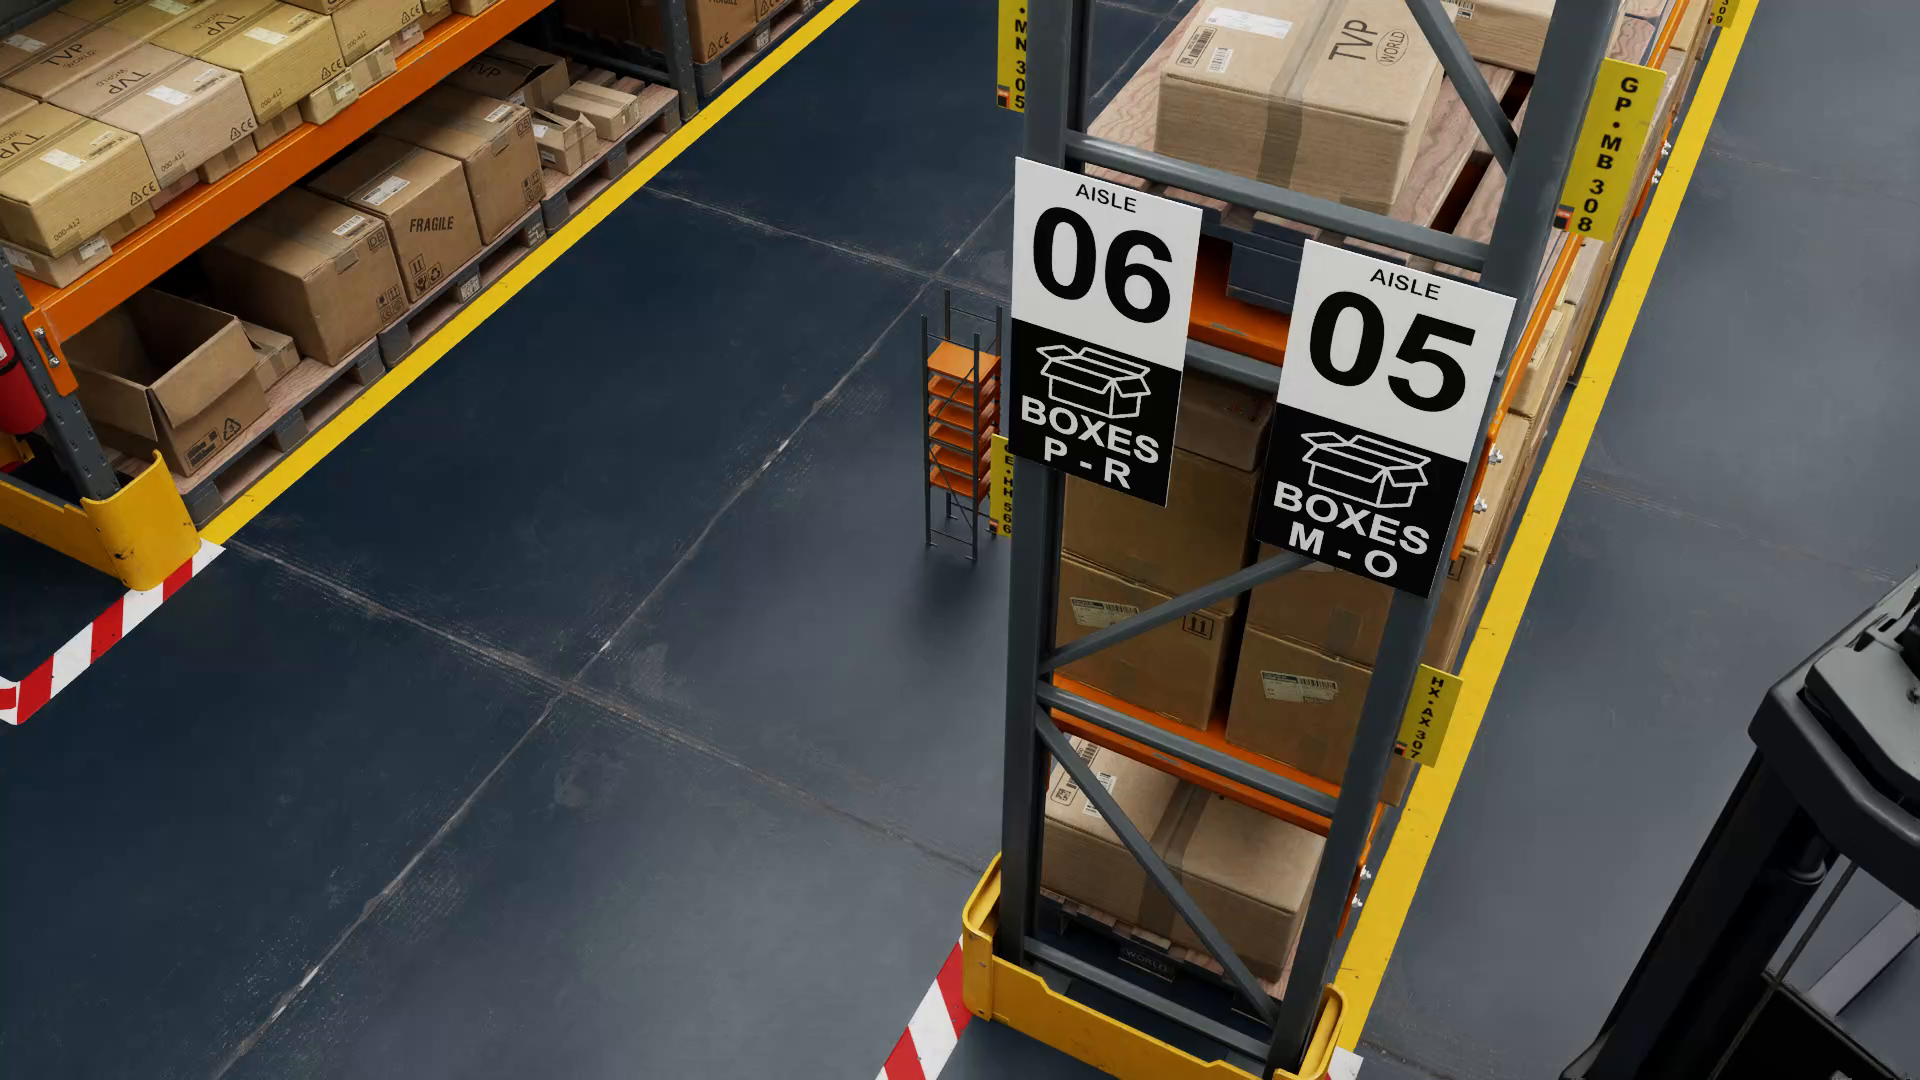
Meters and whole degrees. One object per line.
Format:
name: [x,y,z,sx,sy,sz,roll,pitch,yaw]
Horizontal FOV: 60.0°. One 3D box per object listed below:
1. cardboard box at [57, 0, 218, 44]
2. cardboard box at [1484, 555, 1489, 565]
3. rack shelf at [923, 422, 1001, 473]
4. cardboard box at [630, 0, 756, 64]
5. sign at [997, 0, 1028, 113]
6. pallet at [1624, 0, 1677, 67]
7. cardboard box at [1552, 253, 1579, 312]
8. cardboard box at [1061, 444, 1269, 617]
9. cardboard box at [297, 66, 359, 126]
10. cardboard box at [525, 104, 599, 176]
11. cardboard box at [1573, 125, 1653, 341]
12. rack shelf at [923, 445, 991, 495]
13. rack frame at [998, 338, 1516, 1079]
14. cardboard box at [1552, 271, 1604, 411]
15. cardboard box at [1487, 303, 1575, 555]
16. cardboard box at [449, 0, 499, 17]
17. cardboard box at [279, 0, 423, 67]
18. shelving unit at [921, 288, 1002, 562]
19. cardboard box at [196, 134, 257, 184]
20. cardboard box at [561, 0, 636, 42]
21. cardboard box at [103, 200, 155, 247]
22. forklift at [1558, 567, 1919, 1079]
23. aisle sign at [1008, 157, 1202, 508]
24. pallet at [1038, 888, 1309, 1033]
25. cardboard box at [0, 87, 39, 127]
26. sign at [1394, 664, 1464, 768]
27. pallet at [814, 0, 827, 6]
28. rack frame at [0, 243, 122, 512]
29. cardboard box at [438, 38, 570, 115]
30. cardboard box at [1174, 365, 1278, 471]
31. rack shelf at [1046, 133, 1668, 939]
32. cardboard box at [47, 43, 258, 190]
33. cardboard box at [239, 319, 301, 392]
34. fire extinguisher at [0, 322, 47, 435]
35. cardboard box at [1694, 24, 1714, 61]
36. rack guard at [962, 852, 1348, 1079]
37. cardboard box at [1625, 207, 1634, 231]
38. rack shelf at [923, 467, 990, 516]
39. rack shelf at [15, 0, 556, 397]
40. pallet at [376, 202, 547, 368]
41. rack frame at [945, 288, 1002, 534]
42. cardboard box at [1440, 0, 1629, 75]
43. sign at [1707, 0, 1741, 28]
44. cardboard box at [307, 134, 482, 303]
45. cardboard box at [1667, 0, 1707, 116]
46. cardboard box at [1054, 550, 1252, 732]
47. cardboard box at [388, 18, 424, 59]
cardboard box: [-3.352,-2.145,6.937,0.500,0.250,0.500,22,49,20]
cardboard box: [1.281,-0.015,4.865,0.500,0.500,0.500,20,49,19]
rack shelf: [0.007,-0.400,6.644,0.258,0.103,0.180,20,49,19]
cardboard box: [-1.524,-3.100,9.447,0.500,0.500,0.500,22,49,21]
sign: [0.120,-0.970,3.204,0.100,0.325,0.005,20,49,19]
pallet: [1.494,-1.710,4.564,1.003,0.211,1.213,20,49,19]
cardboard box: [1.391,-0.677,4.361,0.380,0.149,0.250,19,48,18]
cardboard box: [0.607,-0.213,4.358,0.500,0.500,0.500,22,49,20]
cardboard box: [-2.767,-1.904,6.979,0.380,0.149,0.250,19,48,18]
cardboard box: [-2.112,-2.114,8.637,0.396,0.266,0.258,22,49,20]
cardboard box: [1.765,-1.008,5.144,0.500,0.500,0.500,21,49,19]
rack shelf: [0.007,-0.315,6.729,0.258,0.103,0.180,20,49,19]
rack frame: [0.594,0.556,4.372,1.000,3.000,0.127,20,49,19]
cardboard box: [1.751,-0.650,5.493,0.500,0.500,0.500,22,49,20]
cardboard box: [1.302,-0.367,4.510,0.500,0.500,0.500,19,48,18]
cardboard box: [-2.312,-2.559,7.626,0.380,0.149,0.250,20,49,18]
cardboard box: [-2.670,-2.297,7.087,0.500,0.250,0.500,19,48,18]
shelving unit: [0.007,-0.431,6.612,0.258,1.200,0.189,20,49,19]
cardboard box: [-3.069,-1.600,6.679,0.380,0.149,0.250,22,49,20]
cardboard box: [-1.982,-3.276,9.621,0.500,0.500,0.500,20,49,19]
cardboard box: [-3.332,-1.284,6.367,0.380,0.149,0.250,22,49,20]
forklift: [2.251,1.127,3.856,3.031,2.935,1.130,-29,52,-25]
aisle sign: [0.286,-0.415,3.503,0.394,0.787,0.004,20,49,19]
pallet: [0.896,1.007,5.887,1.003,0.211,1.213,20,49,19]
cardboard box: [-3.826,-1.510,6.310,0.500,0.250,0.500,22,49,20]
sign: [1.082,0.411,3.851,0.100,0.325,0.005,20,49,19]
pallet: [-1.038,-3.917,10.752,1.003,0.211,1.213,20,49,19]
rack frame: [-3.804,-1.081,5.989,1.000,3.000,0.127,20,49,19]
cardboard box: [-2.464,-2.465,8.952,0.500,0.311,0.500,22,49,20]
cardboard box: [0.583,-0.351,4.038,0.380,0.149,0.250,21,49,20]
rack shelf: [1.522,-0.451,5.873,1.077,0.370,4.000,20,49,19]
cardboard box: [-3.121,-1.647,6.445,0.500,0.250,0.500,21,49,19]
cardboard box: [-3.205,-0.835,7.455,0.380,0.149,0.250,19,48,18]
fire extinguisher: [-3.463,-0.677,5.907,0.296,0.674,0.183,20,49,19]
cardboard box: [2.905,-2.271,6.919,0.500,0.250,0.500,19,48,18]
rack guard: [0.583,1.450,5.246,1.175,0.500,0.348,20,49,19]
cardboard box: [2.228,-1.297,6.132,0.500,0.500,0.500,19,48,18]
rack shelf: [0.007,-0.231,6.814,0.258,0.103,0.180,20,49,19]
rack shelf: [-2.876,-2.088,7.490,1.077,0.370,4.000,20,49,19]
pallet: [-2.833,-1.416,8.282,1.003,0.211,1.213,20,49,19]
rack frame: [0.049,-0.489,6.669,0.240,1.200,0.006,20,49,19]
cardboard box: [1.302,-1.203,3.812,0.380,0.149,0.250,22,49,20]
sign: [2.943,-2.114,6.346,0.100,0.325,0.005,20,49,19]
cardboard box: [-2.671,-1.529,7.895,0.500,0.500,0.500,21,49,20]
cardboard box: [2.233,-1.645,5.774,0.500,0.500,0.500,20,49,18]
cardboard box: [0.583,0.129,4.723,0.500,0.500,0.500,21,49,19]
cardboard box: [-2.604,-2.262,7.333,0.380,0.149,0.250,20,49,19]
